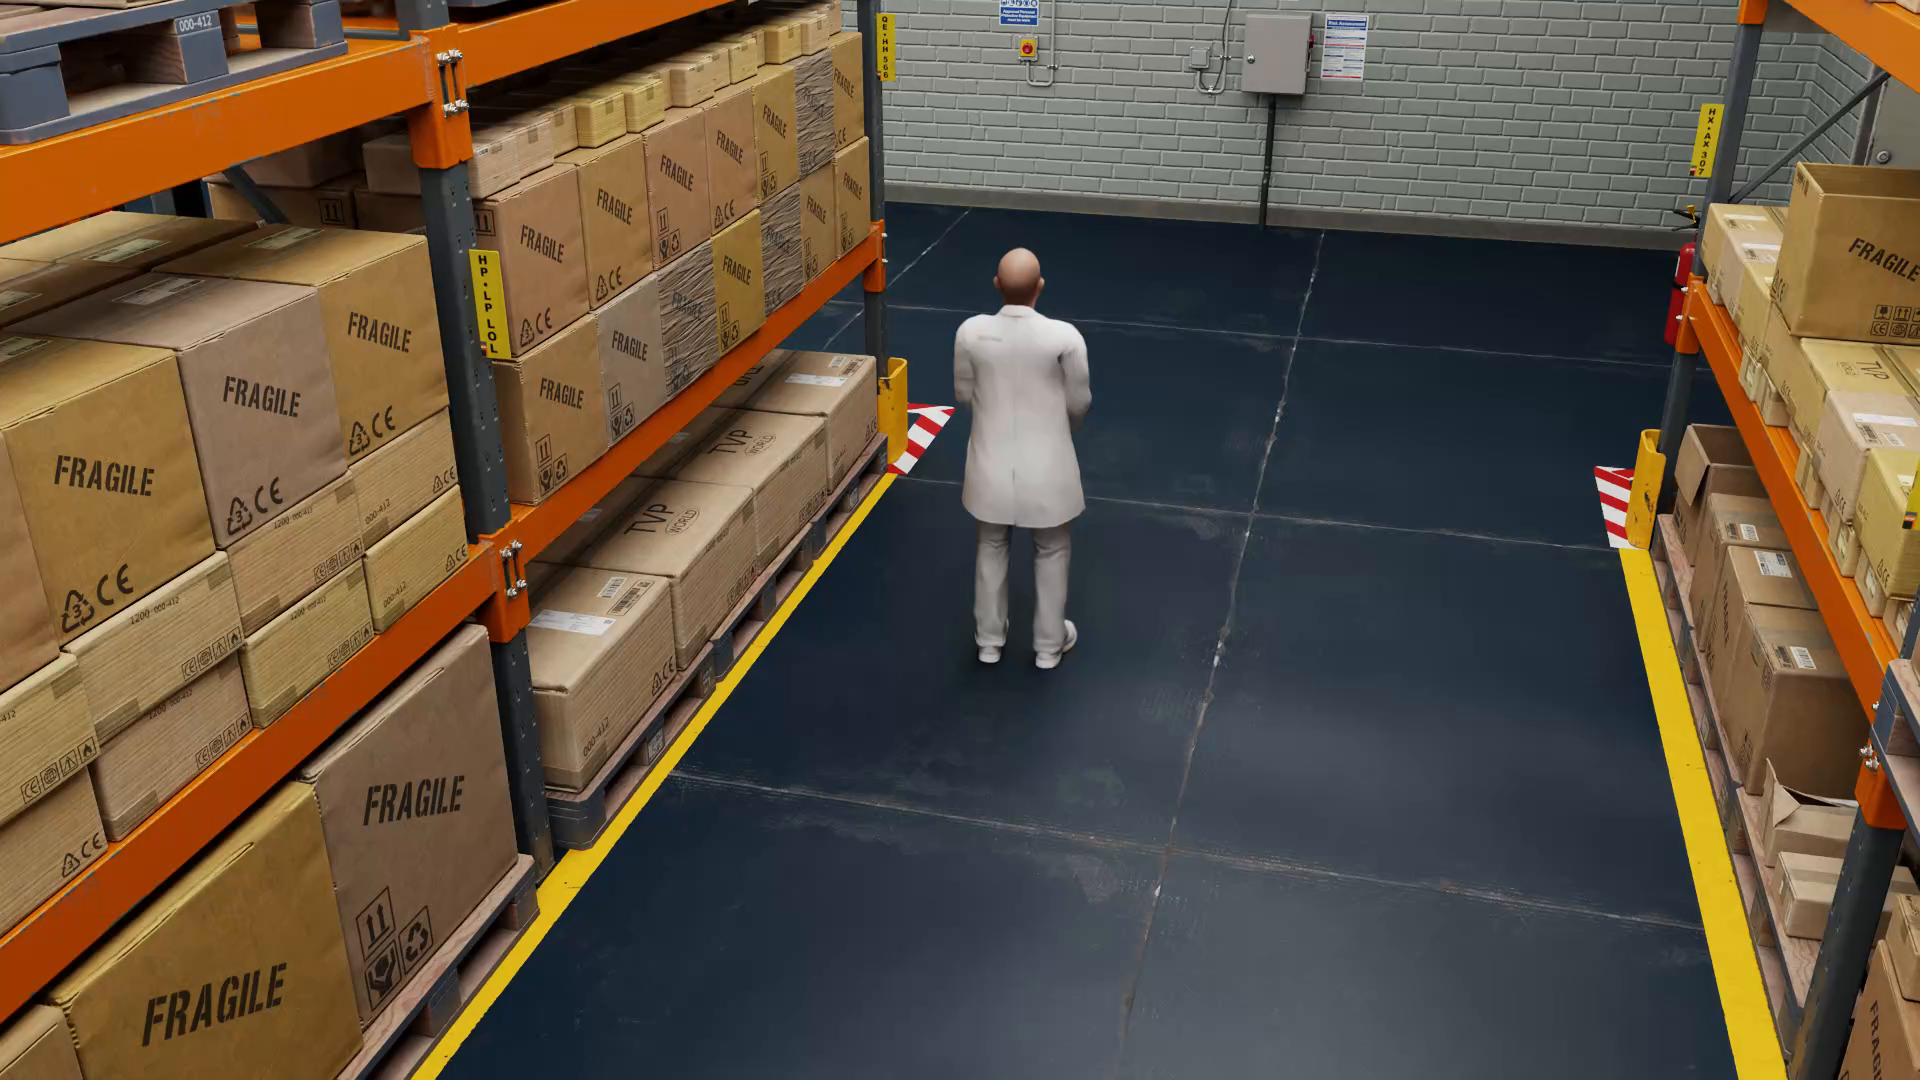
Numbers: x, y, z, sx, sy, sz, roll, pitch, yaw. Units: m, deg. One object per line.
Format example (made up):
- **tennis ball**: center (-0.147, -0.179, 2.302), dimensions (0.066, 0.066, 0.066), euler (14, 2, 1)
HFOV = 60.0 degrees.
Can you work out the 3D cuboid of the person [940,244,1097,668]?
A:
- **person**: center (0.234, -0.330, 6.833), dimensions (0.655, 1.775, 0.419), euler (5, 25, 11)
